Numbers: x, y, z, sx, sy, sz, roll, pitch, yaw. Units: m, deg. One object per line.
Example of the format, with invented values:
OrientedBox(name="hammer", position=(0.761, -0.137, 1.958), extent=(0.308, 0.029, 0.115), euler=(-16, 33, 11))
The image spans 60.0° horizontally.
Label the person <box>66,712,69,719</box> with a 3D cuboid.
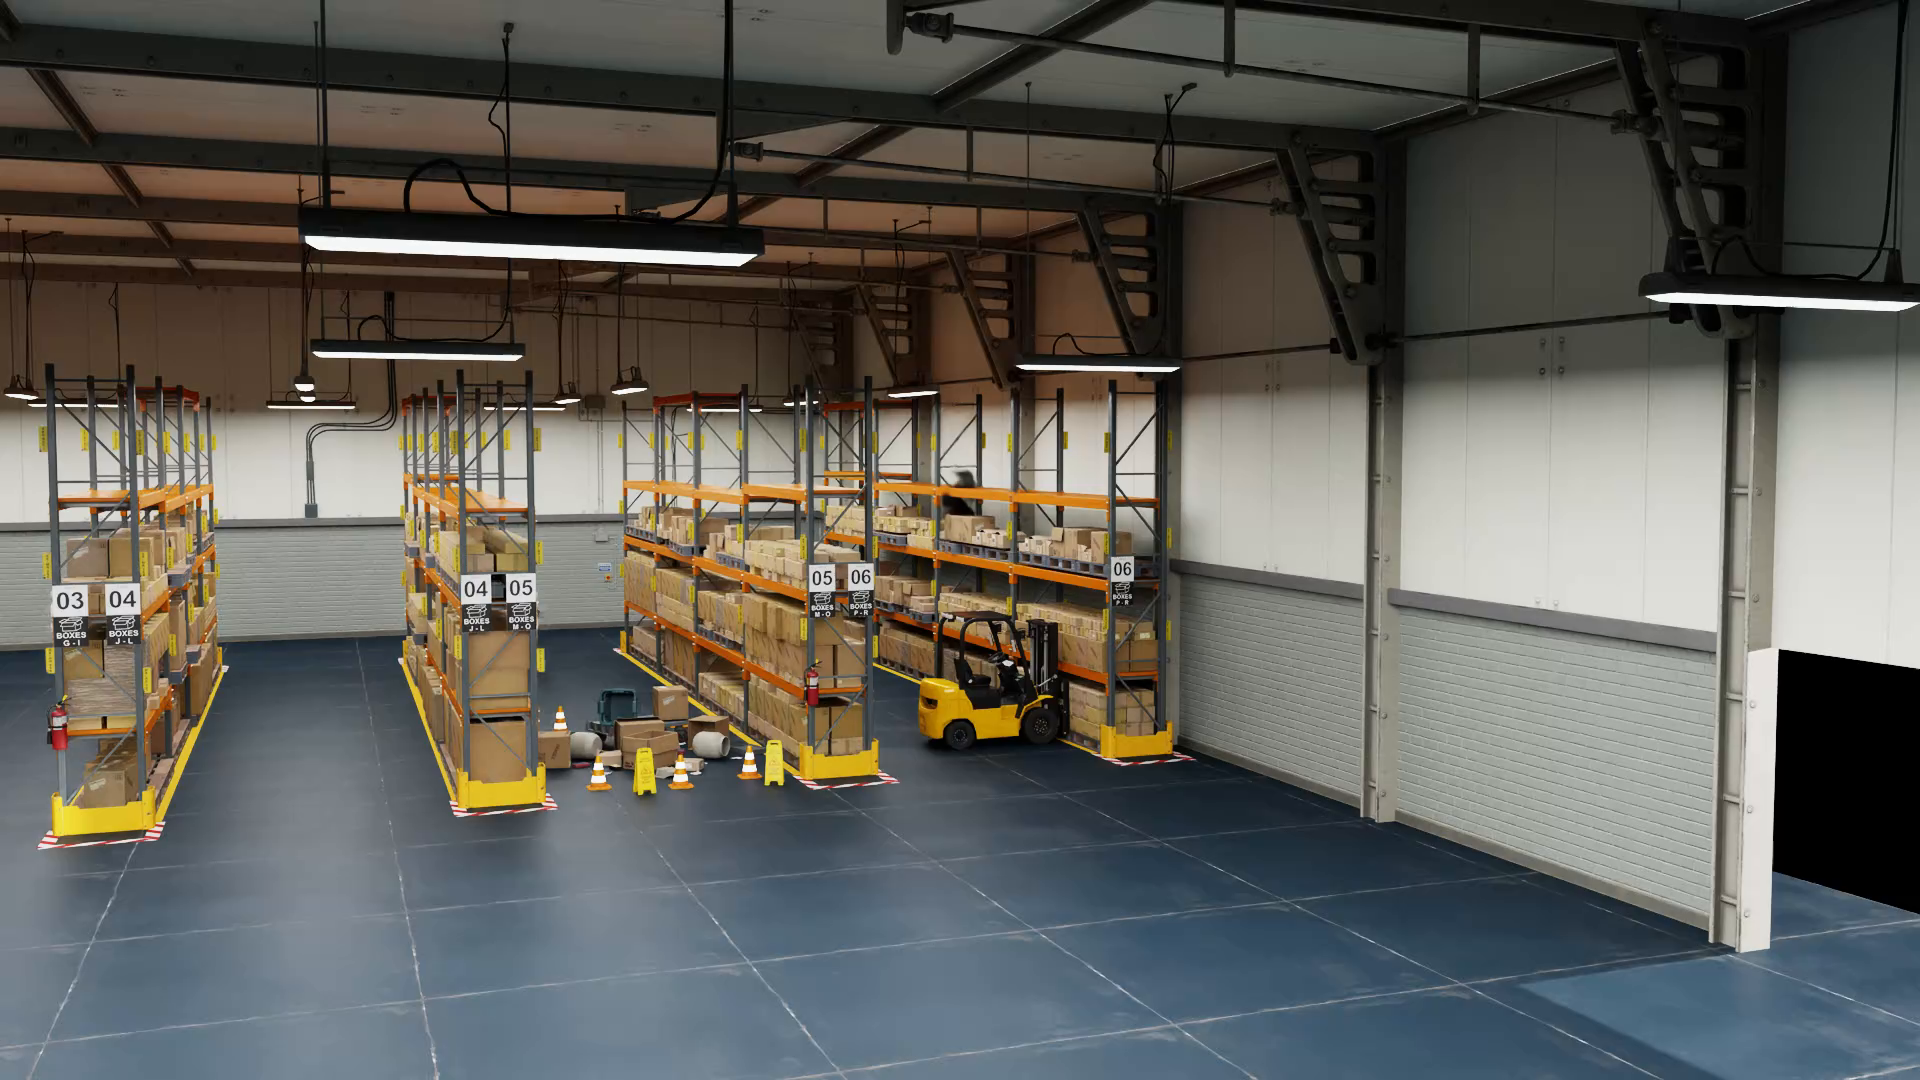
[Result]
OrientedBox(name="person", position=(-15.904, 2.412, 29.689), extent=(0.596, 1.740, 0.720), euler=(-1, 4, -22))
